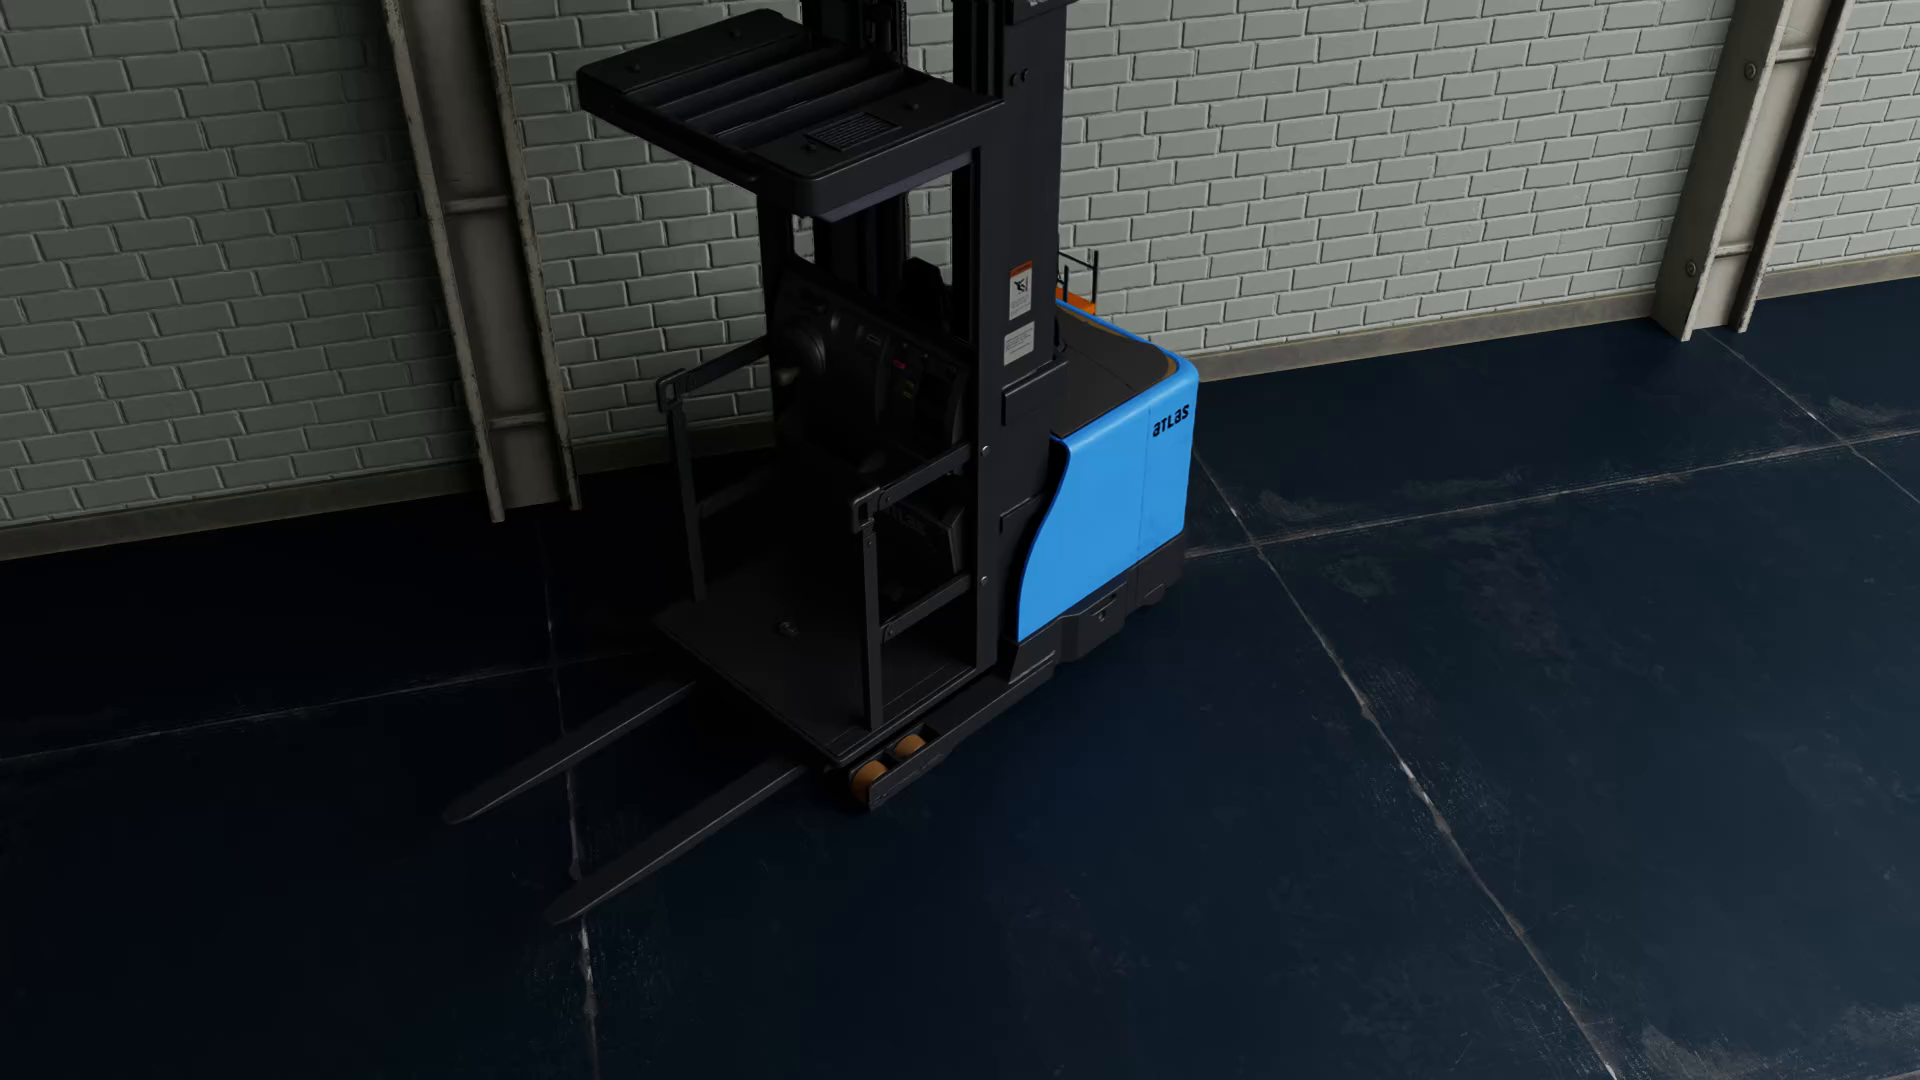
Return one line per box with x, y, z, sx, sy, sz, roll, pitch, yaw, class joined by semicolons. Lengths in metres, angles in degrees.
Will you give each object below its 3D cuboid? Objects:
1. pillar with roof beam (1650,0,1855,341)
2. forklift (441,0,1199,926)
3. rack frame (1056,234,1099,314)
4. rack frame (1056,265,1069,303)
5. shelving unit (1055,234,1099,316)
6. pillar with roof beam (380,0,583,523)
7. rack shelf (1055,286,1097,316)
4.997;-2.197;2.715;0.400;9.000;9.100;-9;38;-12;pillar with roof beam
-0.464;-0.556;5.565;1.130;2.935;3.031;31;47;34;forklift
0.484;-0.757;7.252;0.240;1.200;0.006;31;47;34;rack frame
0.354;-0.678;7.149;0.240;1.200;0.006;31;47;34;rack frame
0.419;-0.717;7.200;0.258;1.200;0.189;31;47;34;shelving unit
-0.796;-1.246;1.473;0.400;9.000;9.100;-9;38;-12;pillar with roof beam
0.419;-0.968;7.009;0.258;0.103;0.180;31;47;34;rack shelf
